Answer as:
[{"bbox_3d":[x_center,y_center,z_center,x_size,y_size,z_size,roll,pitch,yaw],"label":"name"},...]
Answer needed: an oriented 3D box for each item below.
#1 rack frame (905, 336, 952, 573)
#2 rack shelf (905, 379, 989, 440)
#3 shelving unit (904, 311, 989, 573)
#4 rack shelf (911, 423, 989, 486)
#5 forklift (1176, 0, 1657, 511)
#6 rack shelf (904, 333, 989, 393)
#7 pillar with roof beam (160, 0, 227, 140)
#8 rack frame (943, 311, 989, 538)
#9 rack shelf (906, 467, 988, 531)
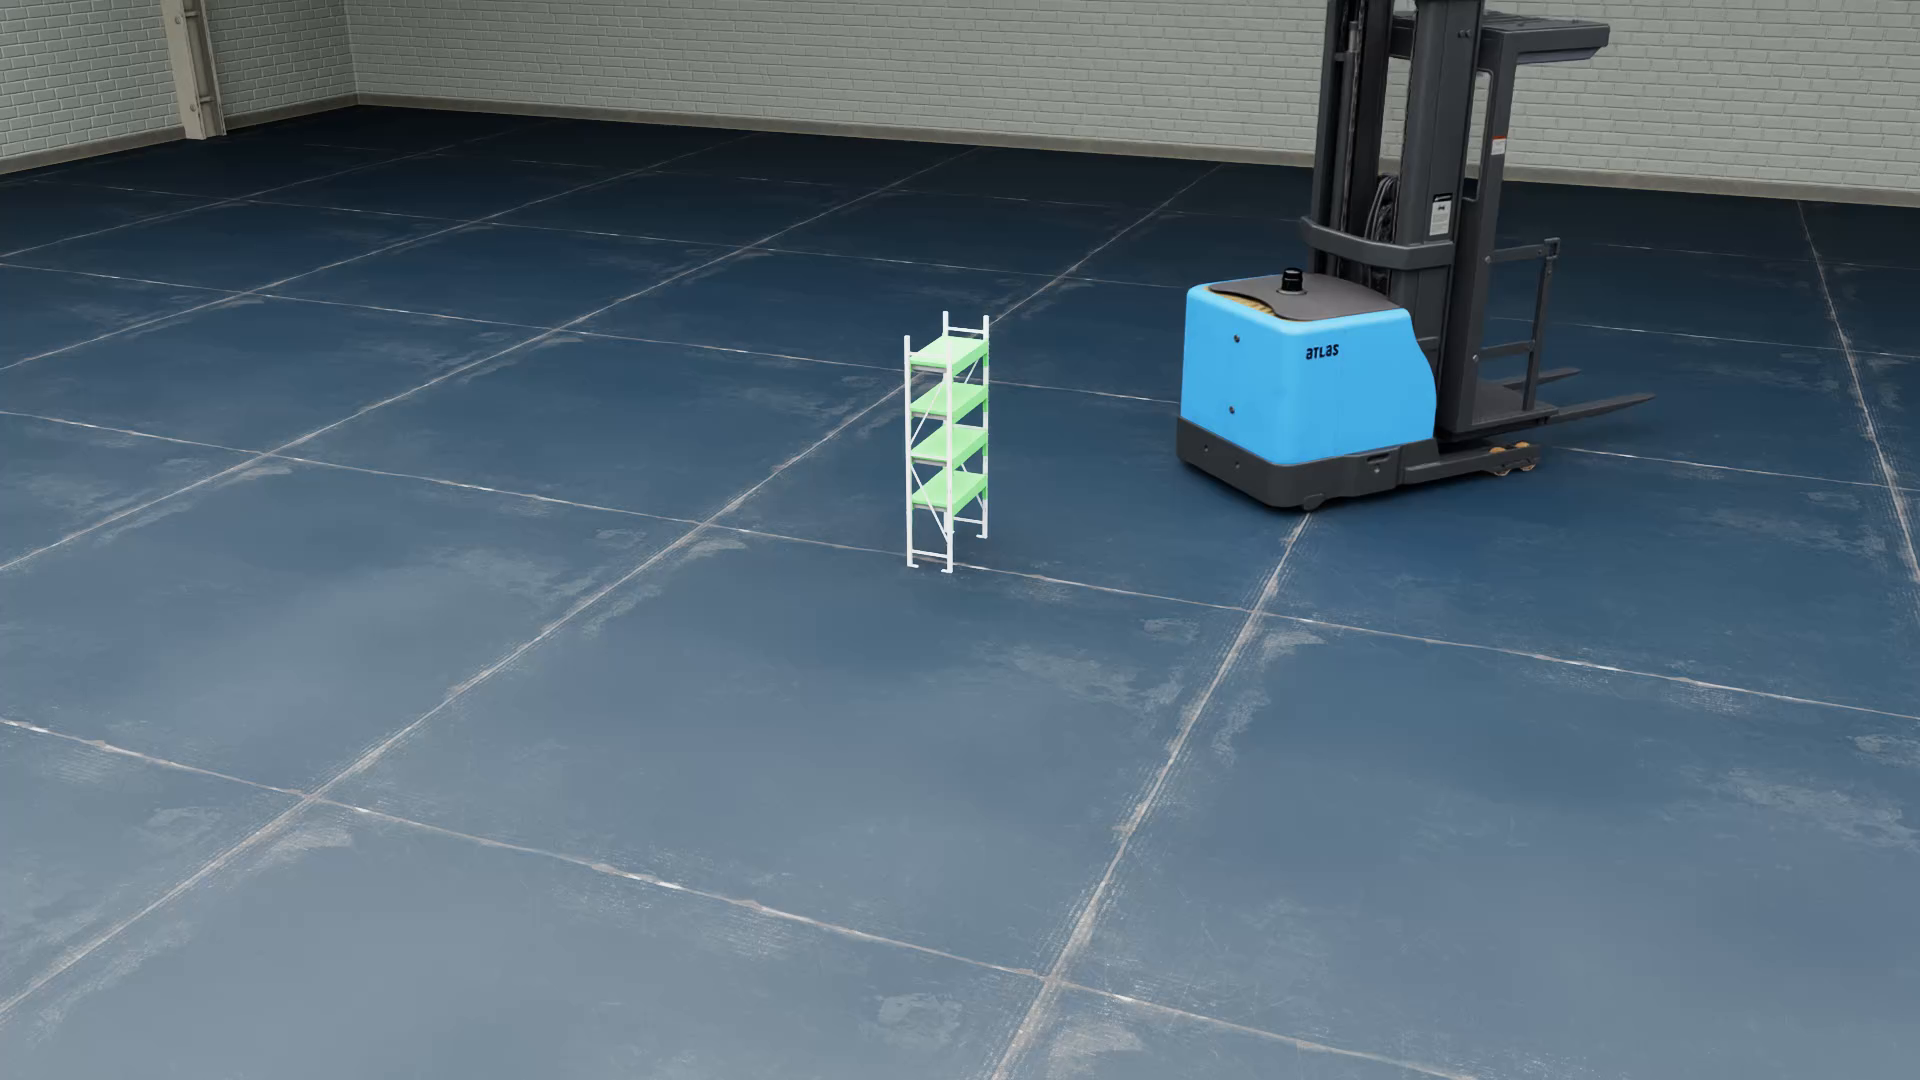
[{"bbox_3d":[-0.152,-0.407,8.168,0.240,1.200,0.015,9,24,20],"label":"rack frame"},{"bbox_3d":[-0.061,-0.657,8.309,0.258,0.148,0.480,9,24,20],"label":"rack shelf"},{"bbox_3d":[-0.061,-0.494,8.377,0.258,1.200,0.503,9,24,20],"label":"shelving unit"},{"bbox_3d":[-0.061,-0.435,8.402,0.258,0.148,0.480,9,24,20],"label":"rack shelf"},{"bbox_3d":[2.820,-1.891,9.475,3.031,2.935,1.130,-11,25,-25],"label":"forklift"},{"bbox_3d":[-0.061,-0.878,8.217,0.258,0.148,0.480,9,24,20],"label":"rack shelf"},{"bbox_3d":[-5.477,-8.606,17.678,9.100,9.000,0.400,9,24,20],"label":"pillar with roof beam"},{"bbox_3d":[0.029,-0.582,8.586,0.240,1.200,0.015,9,24,20],"label":"rack frame"},{"bbox_3d":[-0.061,-0.214,8.494,0.258,0.148,0.480,9,24,20],"label":"rack shelf"}]
